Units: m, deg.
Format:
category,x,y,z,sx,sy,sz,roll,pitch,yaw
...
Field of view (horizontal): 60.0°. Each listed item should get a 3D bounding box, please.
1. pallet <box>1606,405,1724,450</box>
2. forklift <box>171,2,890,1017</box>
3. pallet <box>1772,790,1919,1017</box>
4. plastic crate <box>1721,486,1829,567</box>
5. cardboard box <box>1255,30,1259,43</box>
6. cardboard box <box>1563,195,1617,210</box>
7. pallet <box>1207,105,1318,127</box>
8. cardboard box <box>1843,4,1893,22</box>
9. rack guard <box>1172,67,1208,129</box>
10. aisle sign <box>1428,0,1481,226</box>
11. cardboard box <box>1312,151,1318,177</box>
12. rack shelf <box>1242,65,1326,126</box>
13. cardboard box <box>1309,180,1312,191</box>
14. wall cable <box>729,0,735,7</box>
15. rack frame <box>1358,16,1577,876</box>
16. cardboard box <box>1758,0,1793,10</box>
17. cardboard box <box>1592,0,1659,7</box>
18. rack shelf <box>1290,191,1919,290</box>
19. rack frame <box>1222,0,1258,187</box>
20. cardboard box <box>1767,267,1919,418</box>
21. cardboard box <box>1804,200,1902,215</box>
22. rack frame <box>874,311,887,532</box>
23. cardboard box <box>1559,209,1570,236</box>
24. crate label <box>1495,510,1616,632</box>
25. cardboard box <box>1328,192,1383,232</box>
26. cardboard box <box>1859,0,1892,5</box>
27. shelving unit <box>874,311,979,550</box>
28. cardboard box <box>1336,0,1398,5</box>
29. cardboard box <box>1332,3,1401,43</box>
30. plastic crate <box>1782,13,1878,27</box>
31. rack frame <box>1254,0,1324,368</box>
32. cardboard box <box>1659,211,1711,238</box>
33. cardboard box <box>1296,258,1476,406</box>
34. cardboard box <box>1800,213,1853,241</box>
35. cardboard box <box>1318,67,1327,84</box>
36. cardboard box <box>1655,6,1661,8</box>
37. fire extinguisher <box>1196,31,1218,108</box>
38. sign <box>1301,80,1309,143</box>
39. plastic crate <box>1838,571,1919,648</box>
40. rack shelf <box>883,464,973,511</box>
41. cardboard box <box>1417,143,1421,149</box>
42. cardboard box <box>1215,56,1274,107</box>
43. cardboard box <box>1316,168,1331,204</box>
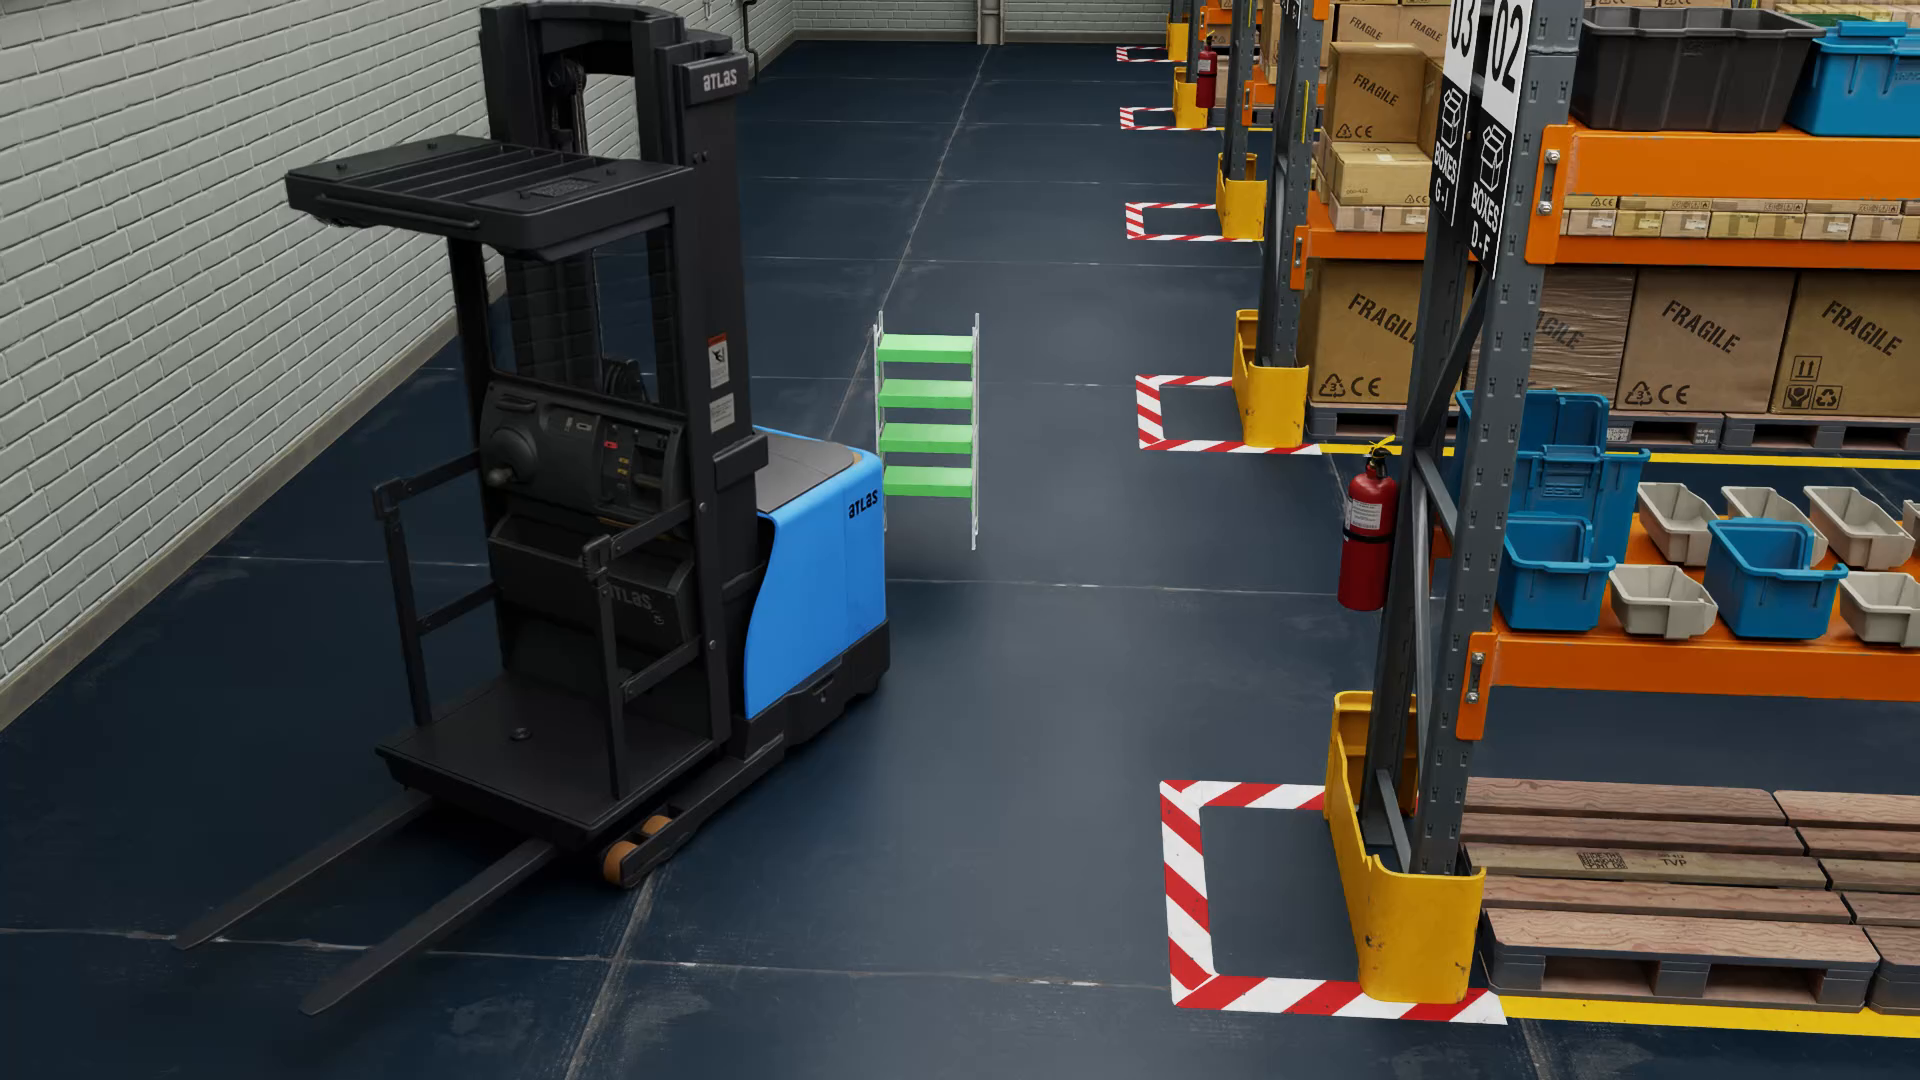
category,x,y,z,sx,sy,sz,roll,pitch,yaw
pallet,3.962,-0.857,10.361,1.213,0.211,1.003,2,25,4
forklift,-1.494,-0.294,5.882,1.130,2.935,3.031,14,28,28
pallet,3.599,1.257,5.767,1.213,0.211,1.003,2,25,4
plastic crate,2.681,-0.034,5.480,0.243,0.136,0.396,2,25,4
cardboard box,4.104,-7.163,23.637,0.250,0.149,0.380,1,25,2
cardboard box,3.423,-2.065,9.473,0.500,0.250,0.500,1,25,2
pallet,3.508,-5.028,19.424,1.213,0.211,1.003,2,25,4
cardboard box,7.306,-4.220,13.419,0.250,0.149,0.380,2,25,4
rack guard,2.680,-5.153,19.350,0.348,0.500,1.175,2,25,4
aisle sign,1.517,-1.398,5.090,0.004,0.787,0.394,2,25,4
cardboard box,3.207,-3.270,14.465,0.250,0.149,0.380,2,25,5
rack shelf,4.420,-3.830,14.347,4.000,0.370,1.077,2,25,4
cardboard box,2.929,-3.128,14.512,0.250,0.149,0.380,3,25,6
wall cable,-2.823,-7.511,20.270,0.122,1.984,0.588,2,25,4
rack frame,1.567,-0.093,5.363,0.127,3.000,1.000,2,25,4
cardboard box,6.830,-4.509,14.046,0.250,0.149,0.380,3,25,6
cardboard box,5.409,-4.645,13.584,0.500,0.500,0.500,1,25,2
rack shelf,3.940,-1.766,9.861,4.000,0.370,1.077,2,25,4
rack frame,2.426,-4.221,14.335,0.127,3.000,1.000,2,25,4
cardboard box,5.282,-1.309,10.046,0.875,0.875,0.875,2,25,4
cardboard box,4.957,-2.016,9.367,0.500,0.250,0.500,3,25,6
rack frame,-0.408,-0.558,8.528,0.015,1.200,0.240,2,25,4
cardboard box,3.299,-1.862,9.509,0.250,0.149,0.380,1,25,3
crate label,1.787,0.101,5.070,0.303,0.233,0.416,2,25,4
cardboard box,2.274,-1.894,9.579,0.250,0.149,0.380,2,25,5
cardboard box,7.617,-4.483,13.991,0.250,0.149,0.380,2,25,4
shelving unit,-0.165,-0.550,8.511,0.503,1.200,0.258,2,25,4
cardboard box,3.357,-4.717,13.742,0.500,0.500,0.500,3,25,6
cardboard box,3.388,-4.266,13.957,0.500,0.500,0.500,2,25,4
plastic crate,2.572,-1.447,4.971,0.336,0.188,0.450,2,25,4
rack frame,1.946,-2.157,9.850,0.127,3.000,1.000,2,25,4
cardboard box,4.070,-1.838,9.456,0.250,0.149,0.380,2,25,5
cardboard box,2.590,-1.396,10.234,0.875,0.875,0.875,2,25,4
cardboard box,4.836,-1.813,9.402,0.250,0.149,0.380,2,25,5
cardboard box,2.981,-3.969,14.088,0.250,0.149,0.380,3,25,6
cardboard box,5.911,-4.171,13.752,0.500,0.500,0.500,2,25,4
fire extinguisher,2.210,-4.217,14.865,0.183,0.674,0.296,2,25,4
sign,1.897,-2.355,9.150,0.005,0.325,0.100,2,25,4
plastic crate,2.777,0.211,4.946,0.298,0.136,0.250,2,25,4
rack shelf,-0.165,-0.274,8.638,0.480,0.148,0.258,2,25,4
cardboard box,2.955,-2.303,9.990,0.500,0.250,0.500,1,25,3
cardboard box,3.370,-5.335,19.318,0.875,0.438,0.875,1,25,2
cardboard box,2.326,-2.169,10.176,0.250,0.149,0.380,2,25,5
